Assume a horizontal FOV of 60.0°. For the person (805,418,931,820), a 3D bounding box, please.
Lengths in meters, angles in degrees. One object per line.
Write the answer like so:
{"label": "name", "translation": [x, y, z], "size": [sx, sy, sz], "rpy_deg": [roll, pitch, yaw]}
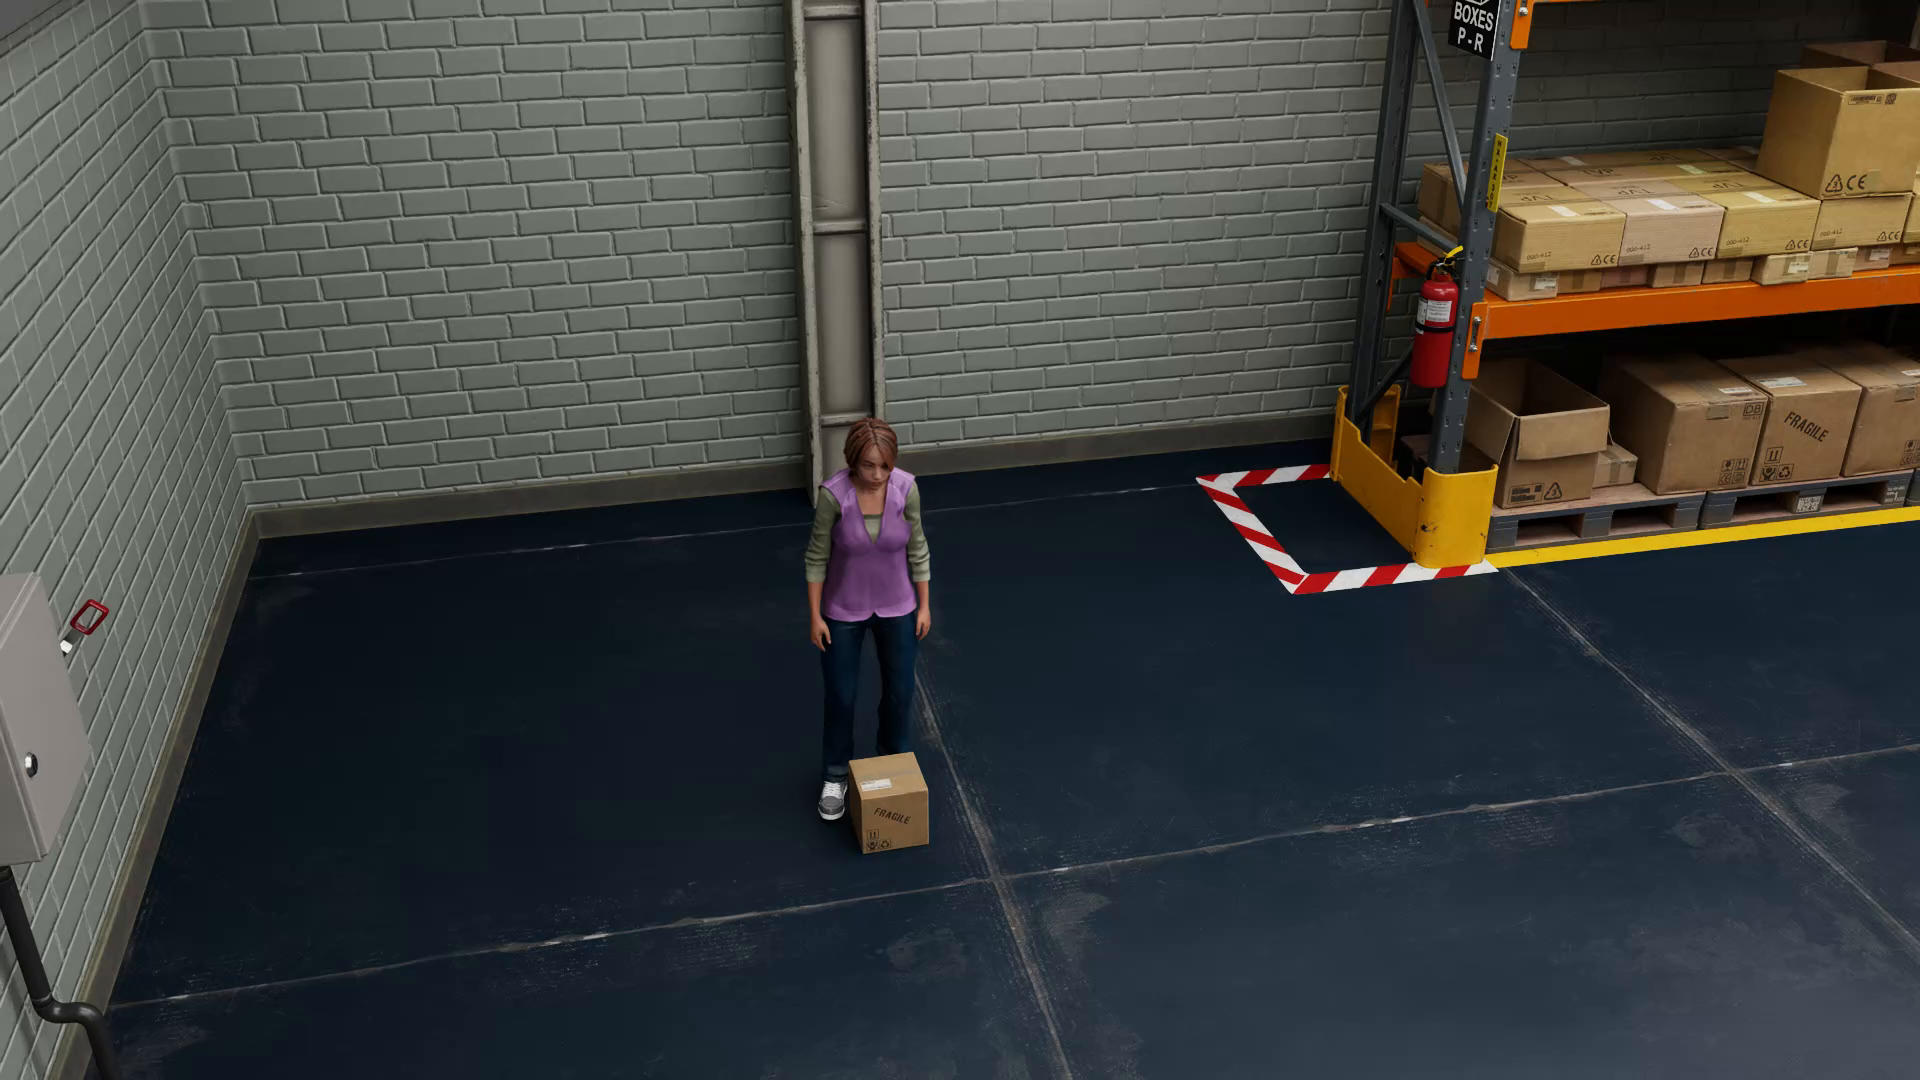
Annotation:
{"label": "person", "translation": [-0.331, 0.275, 6.093], "size": [0.465, 1.592, 0.347], "rpy_deg": [-6, 28, -12]}
